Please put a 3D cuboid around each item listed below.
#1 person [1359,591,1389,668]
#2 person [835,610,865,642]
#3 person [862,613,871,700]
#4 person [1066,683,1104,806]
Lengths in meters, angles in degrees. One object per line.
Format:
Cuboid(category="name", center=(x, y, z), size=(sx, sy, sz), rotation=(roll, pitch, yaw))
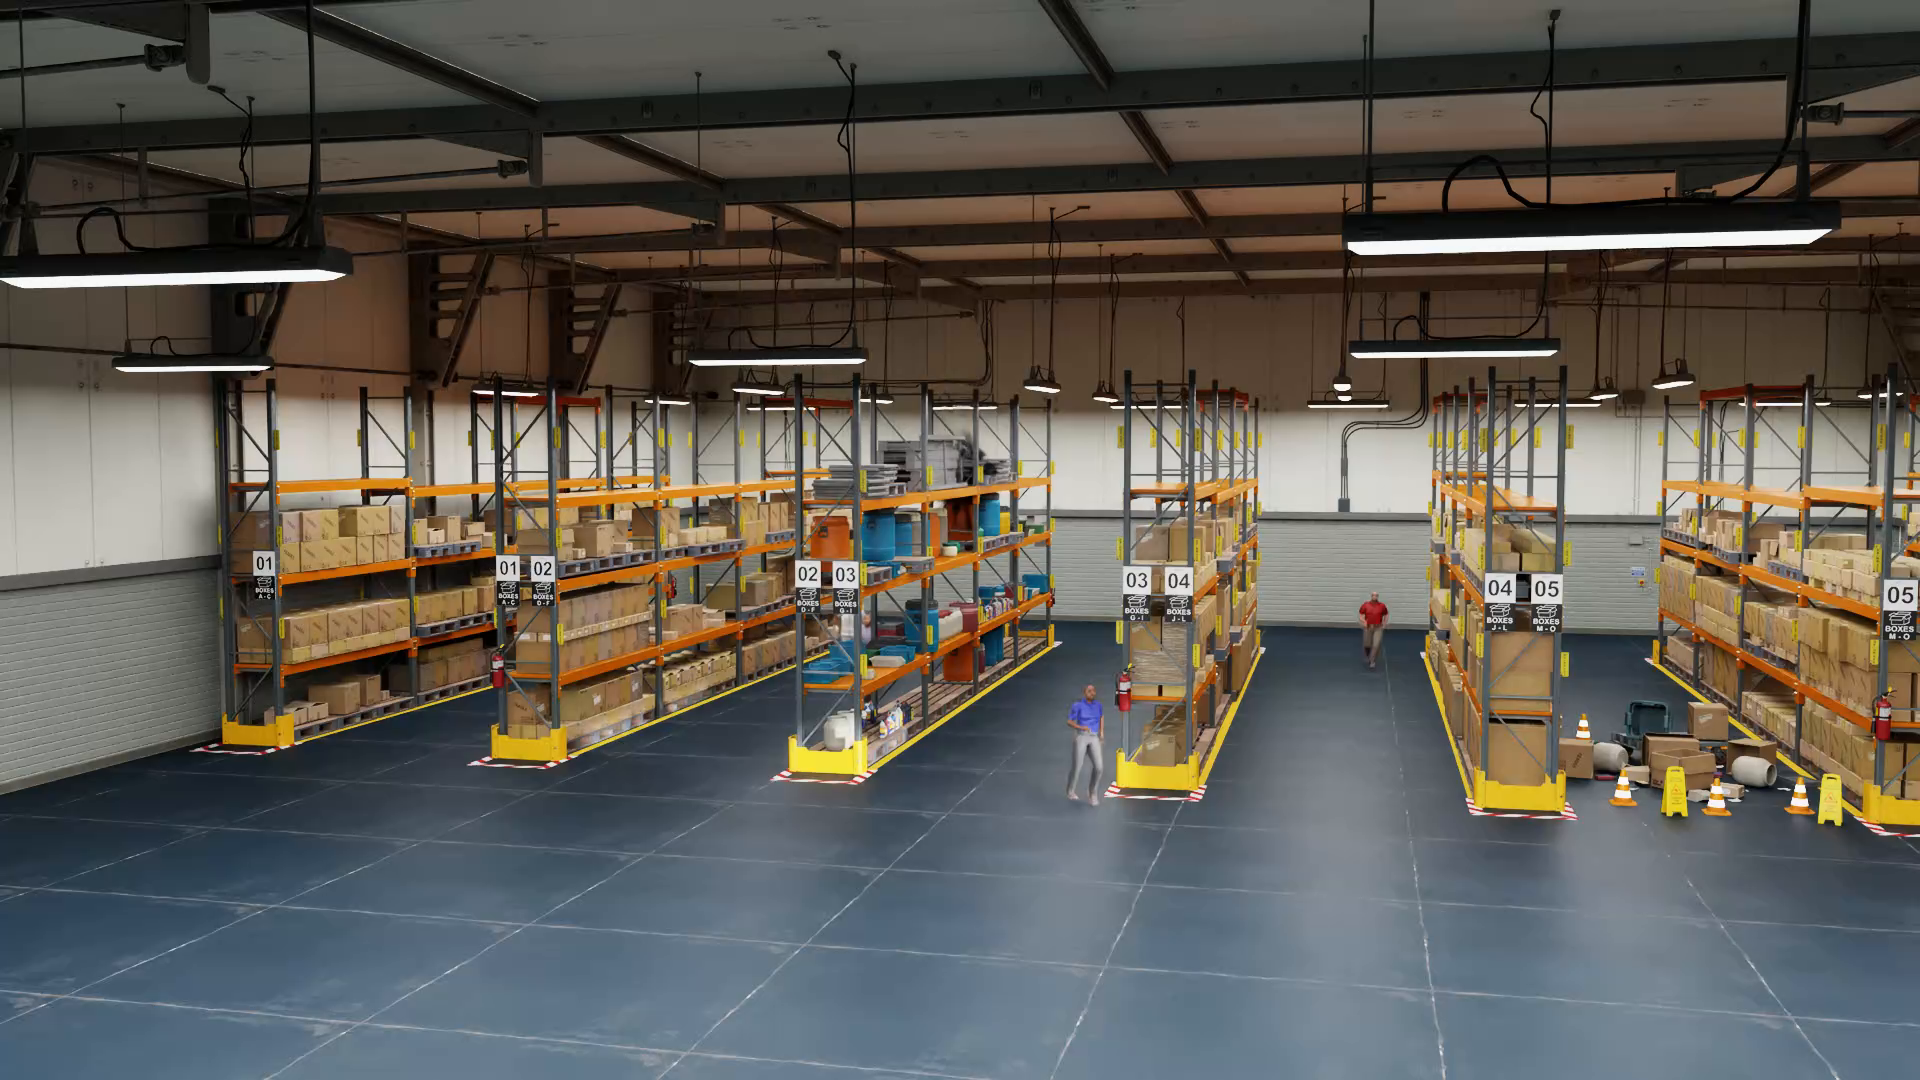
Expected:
Cuboid(category="person", center=(9.116, 1.962, 36.648), size=(0.650, 1.680, 0.596), rotation=(1, 4, 12))
Cuboid(category="person", center=(-2.299, 2.045, 34.842), size=(0.692, 1.796, 0.729), rotation=(0, 3, 3))
Cuboid(category="person", center=(-1.777, 2.240, 32.486), size=(0.592, 1.638, 0.886), rotation=(0, 3, 7))
Cuboid(category="person", center=(1.760, 2.827, 22.911), size=(0.610, 1.695, 0.657), rotation=(-1, 4, -17))
